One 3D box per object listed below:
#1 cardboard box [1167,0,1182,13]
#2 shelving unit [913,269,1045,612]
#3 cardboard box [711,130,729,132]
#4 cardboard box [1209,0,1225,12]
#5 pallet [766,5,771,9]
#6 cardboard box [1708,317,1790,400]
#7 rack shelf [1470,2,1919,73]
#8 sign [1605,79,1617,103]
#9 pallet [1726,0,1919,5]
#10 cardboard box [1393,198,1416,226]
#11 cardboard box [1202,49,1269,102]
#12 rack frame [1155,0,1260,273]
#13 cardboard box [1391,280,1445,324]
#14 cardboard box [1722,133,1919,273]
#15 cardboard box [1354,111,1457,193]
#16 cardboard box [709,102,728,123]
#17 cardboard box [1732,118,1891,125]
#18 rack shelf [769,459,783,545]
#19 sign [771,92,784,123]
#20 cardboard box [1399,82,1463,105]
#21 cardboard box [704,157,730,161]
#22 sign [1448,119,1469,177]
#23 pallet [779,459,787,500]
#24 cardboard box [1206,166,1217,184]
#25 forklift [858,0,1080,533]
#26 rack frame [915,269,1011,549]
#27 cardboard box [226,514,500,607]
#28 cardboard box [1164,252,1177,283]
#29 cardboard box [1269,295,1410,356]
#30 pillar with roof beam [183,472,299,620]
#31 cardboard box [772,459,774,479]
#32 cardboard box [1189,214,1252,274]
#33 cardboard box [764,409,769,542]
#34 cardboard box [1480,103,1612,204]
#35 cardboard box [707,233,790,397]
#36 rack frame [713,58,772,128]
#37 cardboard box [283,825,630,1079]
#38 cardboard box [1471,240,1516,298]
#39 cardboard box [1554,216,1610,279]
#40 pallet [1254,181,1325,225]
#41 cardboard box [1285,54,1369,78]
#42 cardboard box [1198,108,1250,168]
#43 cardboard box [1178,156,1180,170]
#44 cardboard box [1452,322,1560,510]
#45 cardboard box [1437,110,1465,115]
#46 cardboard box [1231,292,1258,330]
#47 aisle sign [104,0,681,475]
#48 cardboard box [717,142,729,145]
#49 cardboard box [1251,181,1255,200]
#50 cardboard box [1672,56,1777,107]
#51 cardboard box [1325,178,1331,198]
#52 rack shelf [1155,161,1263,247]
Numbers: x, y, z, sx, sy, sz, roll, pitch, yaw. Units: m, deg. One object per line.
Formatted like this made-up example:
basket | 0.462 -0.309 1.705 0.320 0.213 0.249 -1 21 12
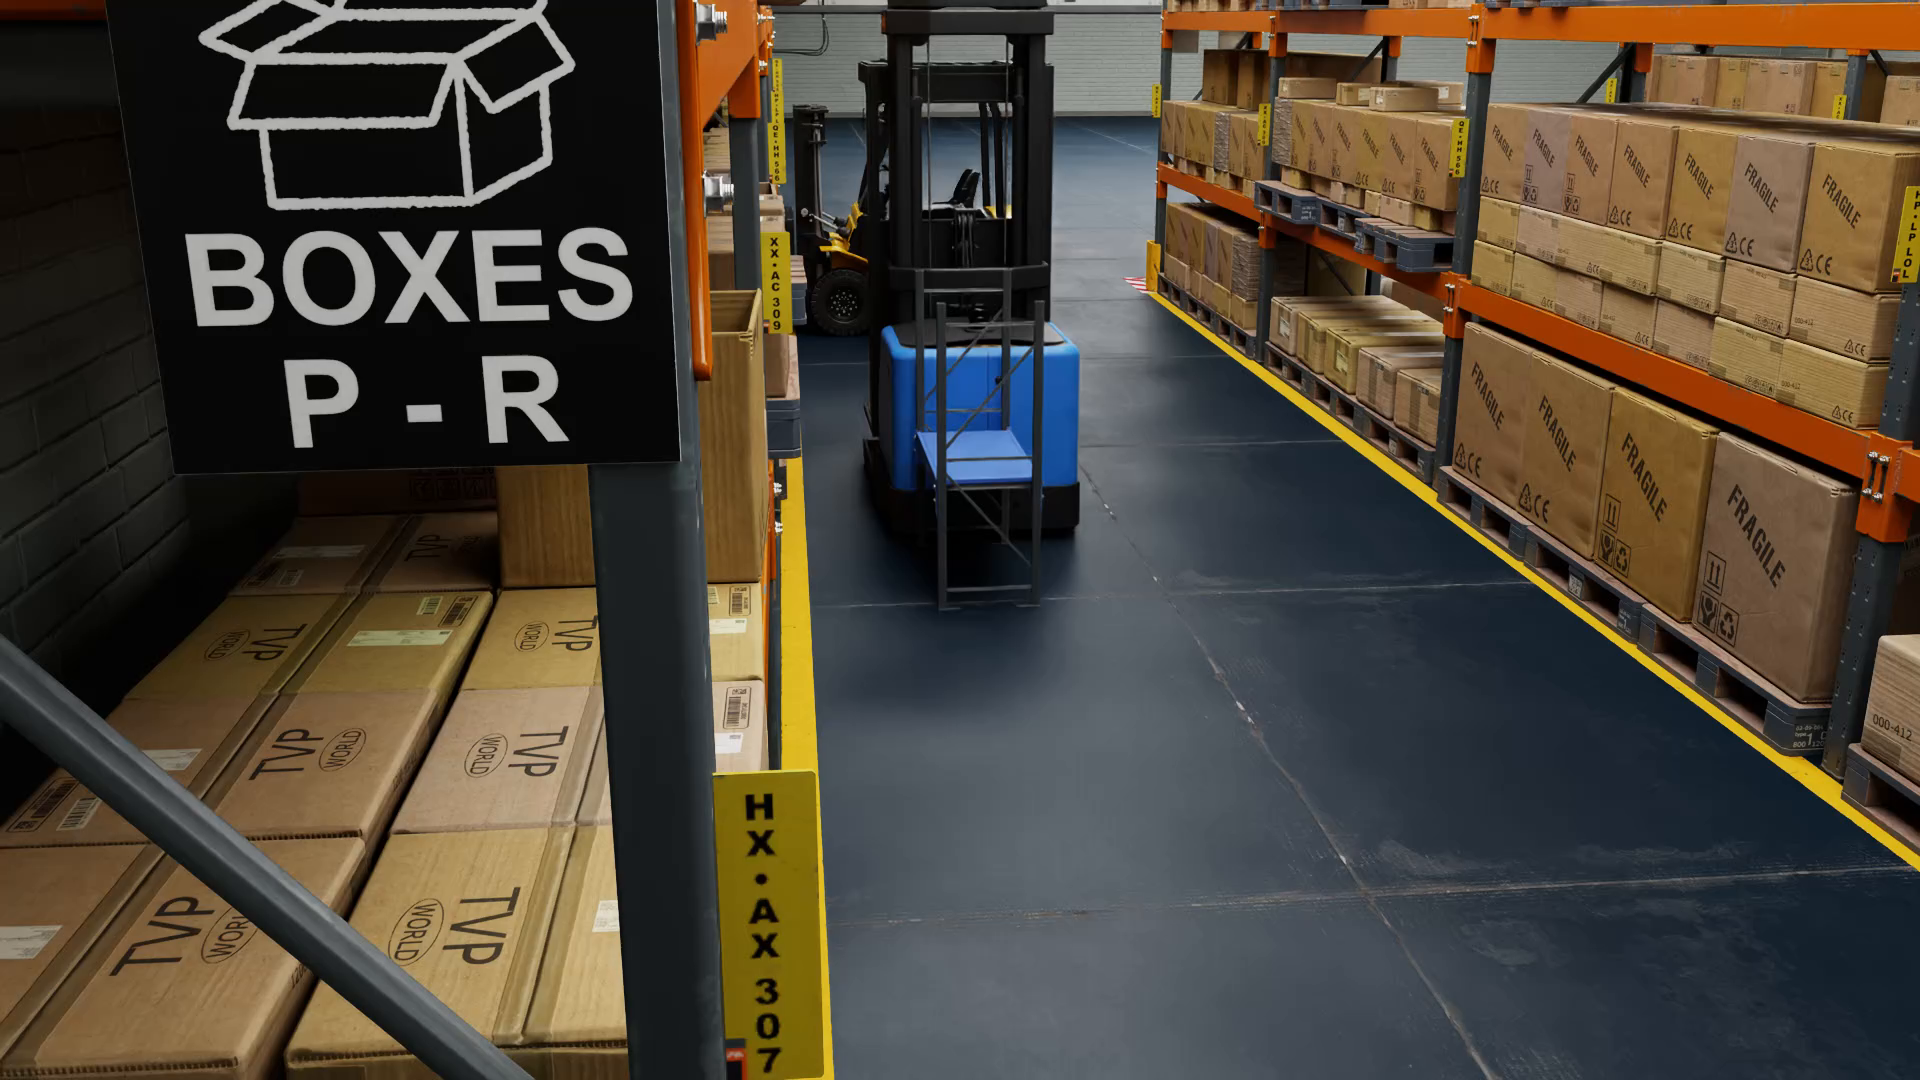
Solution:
cardboard box | 2.277 -5.328 16.552 0.380 0.149 0.250 -2 18 -6
shelving unit | 0.079 -0.532 8.367 0.538 1.500 1.048 -2 18 -7
cardboard box | -1.658 -2.965 12.365 0.380 0.149 0.250 -2 18 -6
cardboard box | 2.482 -4.866 15.080 0.380 0.149 0.250 -2 18 -7
pallet | -1.705 -3.128 9.441 1.213 0.211 1.003 -1 17 -3
cardboard box | 3.455 -0.757 6.829 0.500 0.250 0.500 -2 18 -6
rack shelf | 3.597 -2.234 7.479 1.077 0.370 4.000 -2 18 -6
sign | 6.926 -4.744 17.703 0.100 0.325 0.005 -2 18 -6
pallet | 3.660 -2.162 6.367 0.805 0.209 1.217 -2 18 -8
cardboard box | 2.953 -2.064 10.463 0.380 0.149 0.250 -2 18 -6
cardboard box | 2.835 -4.647 16.638 0.700 0.500 0.500 -2 18 -7
rack frame | 2.566 -4.126 17.311 1.000 3.000 0.127 -2 18 -6
cardboard box | 4.221 -2.104 15.039 0.500 0.500 0.500 11 21 32
cardboard box | 3.447 -1.355 6.648 0.500 0.500 0.500 -1 17 -5
cardboard box | 2.950 -2.563 10.969 0.500 0.500 0.500 -3 18 -9
cardboard box | -1.831 -3.457 13.435 0.380 0.149 0.250 -2 17 -5
cardboard box | 3.855 -1.669 7.650 0.500 0.500 0.500 -2 18 -7
rack shelf | -1.340 -0.649 7.436 1.077 0.370 4.000 -2 18 -6
sign | -1.420 -3.314 12.924 0.100 0.325 0.005 -2 18 -6
cardboard box | 3.386 -3.217 11.969 0.380 0.149 0.250 -3 18 -8
cardboard box | -1.367 -2.204 9.941 0.380 0.149 0.250 -1 17 -4
sign | 2.852 -2.237 9.495 0.100 0.325 0.005 -2 18 -6
pallet | -1.592 -0.504 10.429 1.003 0.211 1.213 -2 18 -6
cardboard box | 2.475 -3.356 15.277 0.380 0.149 0.250 -2 18 -5
forklift | -0.031 -1.830 10.114 1.130 2.935 3.031 -2 18 -7
rack frame | 0.017 -0.683 8.849 0.500 1.500 0.032 -2 18 -7
cardboard box | -1.184 0.139 3.479 0.500 0.250 0.500 -2 18 -6
cardboard box | 2.374 -2.765 16.867 0.500 0.250 0.500 -2 18 -6
cardboard box | 3.035 -1.724 13.348 0.950 0.372 0.625 -2 17 -5
pillar with roof beam | 2.324 -3.156 4.206 9.100 9.000 0.400 -2 18 -6
cardboard box | -1.289 -0.476 9.158 0.500 0.500 0.500 -1 17 -4
cardboard box | 2.479 -2.811 15.759 0.500 0.500 0.500 -1 17 -5
cardboard box | -0.772 -0.173 4.475 0.500 0.250 0.500 -2 18 -5
cardboard box | 3.198 -2.112 9.062 0.500 0.500 0.500 -2 18 -7
cardboard box | -0.961 -0.795 5.834 0.700 0.500 0.500 -1 17 -4
rack frame | -1.959 -2.779 13.023 1.000 3.000 0.127 -2 18 -6
cardboard box | -0.500 0.582 2.070 0.500 0.250 0.500 -2 18 -5
cardboard box | 3.191 -1.517 9.252 0.500 0.250 0.500 -2 18 -7
cardboard box | 3.289 -1.448 8.196 0.500 0.250 0.500 -2 18 -6
pallet | 2.912 -2.610 12.804 1.003 0.211 1.213 -2 18 -6
cardboard box | 3.118 -3.891 14.231 0.700 0.500 0.500 -2 18 -5
cardboard box | 2.510 -3.708 15.318 0.500 0.500 0.500 -2 18 -7
cardboard box | 2.382 -3.742 16.508 0.380 0.149 0.250 -2 18 -7
cardboard box | 3.379 -0.720 9.310 0.875 0.875 0.875 -2 18 -6
cardboard box | 3.452 -2.586 11.043 0.500 0.500 0.500 -1 17 -5
cardboard box | 2.650 -1.990 14.398 0.500 0.250 0.500 -1 17 -3
aisle sign | -0.422 -0.433 1.209 0.394 0.787 0.004 -2 18 -6
cardboard box | -1.437 -2.585 11.155 0.380 0.149 0.250 -2 18 -7
cardboard box | 2.642 -2.900 13.827 0.380 0.149 0.250 -2 18 -6
cardboard box | 7.550 -4.452 16.296 0.875 0.550 0.550 -2 18 -6
cardboard box | 2.852 -2.532 11.951 0.380 0.149 0.250 -2 18 -5
rack shelf | 2.772 -3.187 15.520 1.077 0.370 4.000 -2 18 -6
